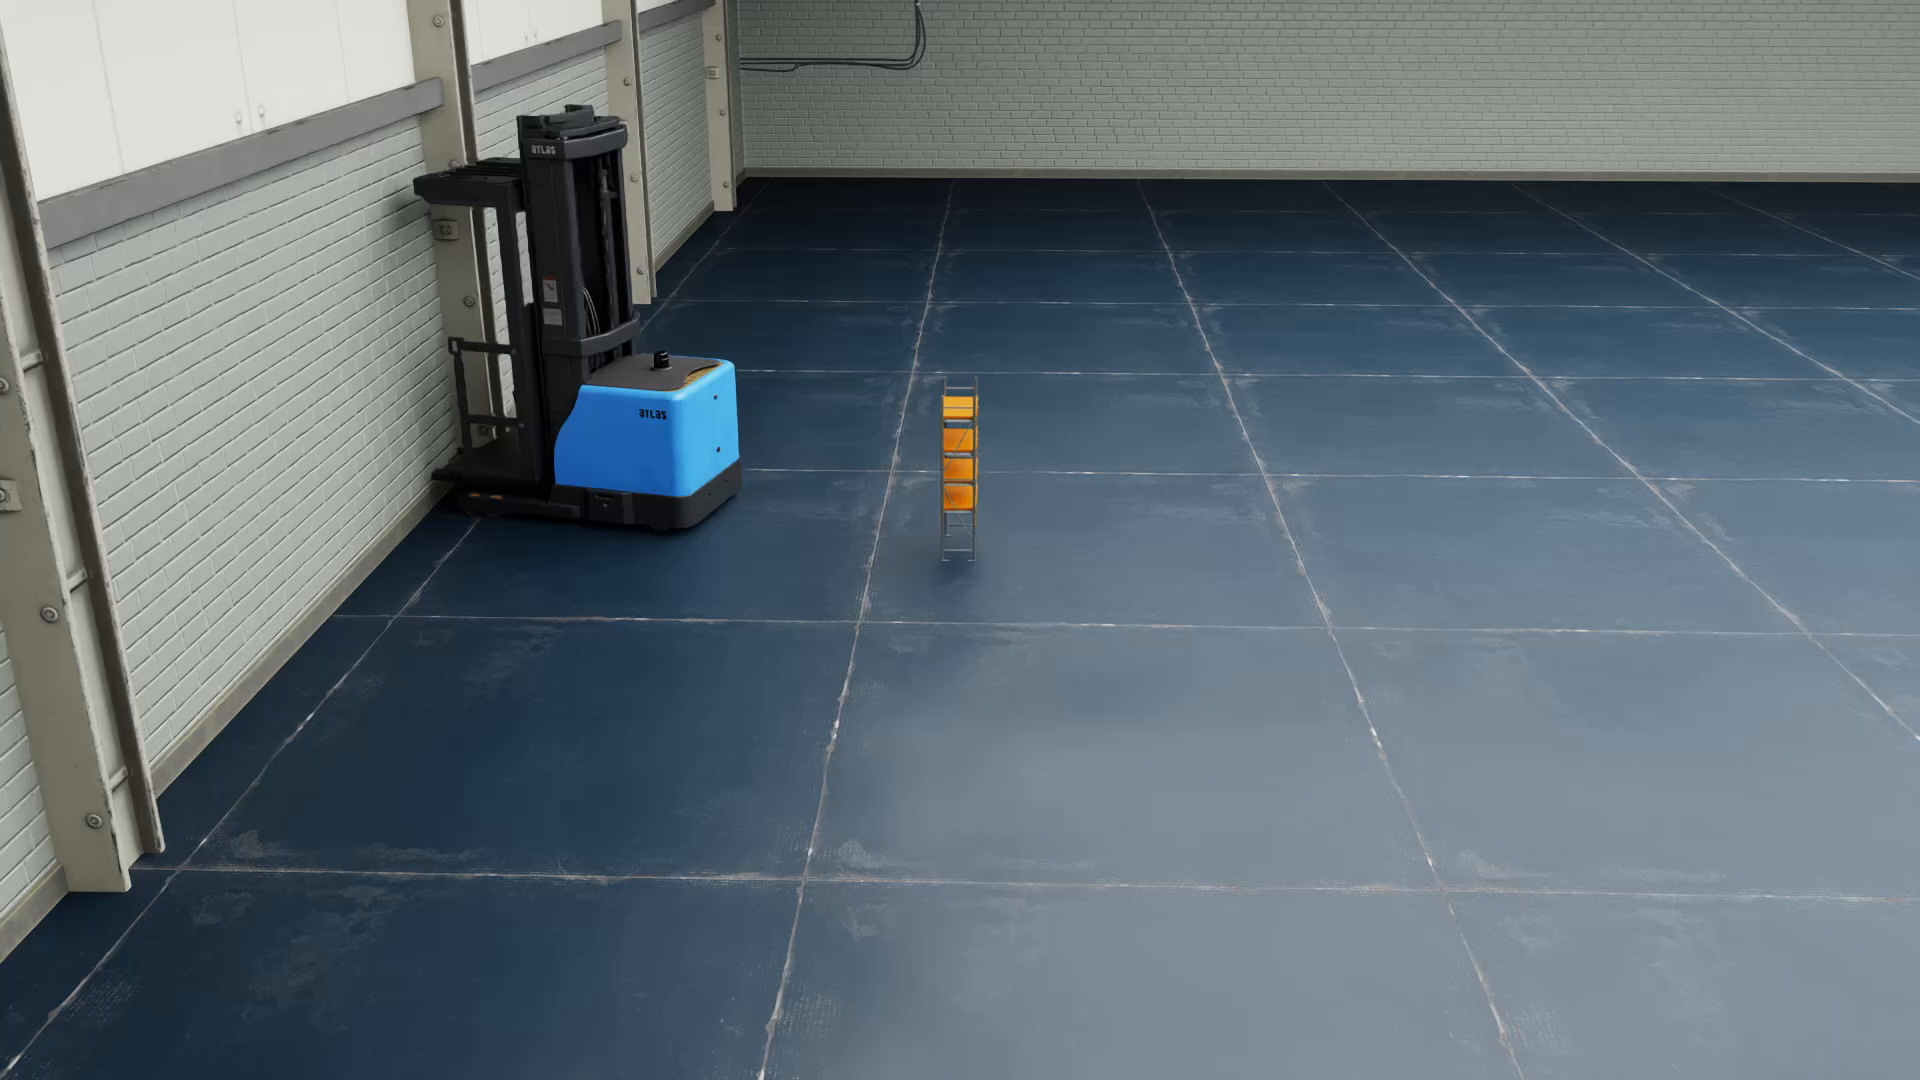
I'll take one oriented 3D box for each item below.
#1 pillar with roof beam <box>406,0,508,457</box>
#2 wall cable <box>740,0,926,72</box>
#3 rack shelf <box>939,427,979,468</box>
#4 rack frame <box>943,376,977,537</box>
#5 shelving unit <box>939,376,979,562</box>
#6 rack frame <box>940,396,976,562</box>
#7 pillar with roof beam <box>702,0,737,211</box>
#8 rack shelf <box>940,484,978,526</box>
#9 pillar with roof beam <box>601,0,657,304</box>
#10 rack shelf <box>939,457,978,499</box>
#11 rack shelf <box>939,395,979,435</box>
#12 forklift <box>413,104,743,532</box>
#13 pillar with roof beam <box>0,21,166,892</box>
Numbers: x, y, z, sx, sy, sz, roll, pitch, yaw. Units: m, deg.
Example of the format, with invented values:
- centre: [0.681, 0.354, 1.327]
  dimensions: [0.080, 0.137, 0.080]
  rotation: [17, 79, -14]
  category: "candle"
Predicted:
- centre: [0.434, -4.743, 11.813]
  dimensions: [9.100, 9.000, 0.400]
  rotation: [1, 21, 2]
  category: "pillar with roof beam"
- centre: [-2.092, -8.732, 26.386]
  dimensions: [3.097, 2.526, 0.112]
  rotation: [1, 21, 2]
  category: "wall cable"
- centre: [-0.005, -0.645, 11.601]
  dimensions: [0.258, 0.148, 0.480]
  rotation: [1, 21, 2]
  category: "rack shelf"
- centre: [0.002, -0.588, 11.885]
  dimensions: [0.240, 1.200, 0.015]
  rotation: [1, 21, 2]
  category: "rack frame"
- centre: [-0.005, -0.500, 11.658]
  dimensions: [0.258, 1.200, 0.503]
  rotation: [1, 21, 2]
  category: "shelving unit"
- centre: [-0.012, -0.411, 11.430]
  dimensions: [0.240, 1.200, 0.015]
  rotation: [1, 21, 2]
  category: "rack frame"
- centre: [0.799, -9.082, 22.995]
  dimensions: [9.100, 9.000, 0.400]
  rotation: [1, 21, 2]
  category: "pillar with roof beam"
- centre: [-0.005, -0.252, 11.754]
  dimensions: [0.258, 0.148, 0.480]
  rotation: [1, 21, 2]
  category: "rack shelf"
- centre: [0.617, -6.912, 17.404]
  dimensions: [9.100, 9.000, 0.400]
  rotation: [1, 21, 2]
  category: "pillar with roof beam"
- centre: [-0.005, -0.437, 11.682]
  dimensions: [0.258, 0.148, 0.480]
  rotation: [1, 21, 2]
  category: "rack shelf"
- centre: [-0.005, -0.866, 11.515]
  dimensions: [0.258, 0.148, 0.480]
  rotation: [1, 21, 2]
  category: "rack shelf"
- centre: [-3.261, -1.710, 12.385]
  dimensions: [3.031, 2.935, 1.130]
  rotation: [6, 22, 15]
  category: "forklift"
- centre: [0.252, -2.574, 6.221]
  dimensions: [9.100, 9.000, 0.400]
  rotation: [1, 21, 2]
  category: "pillar with roof beam"
